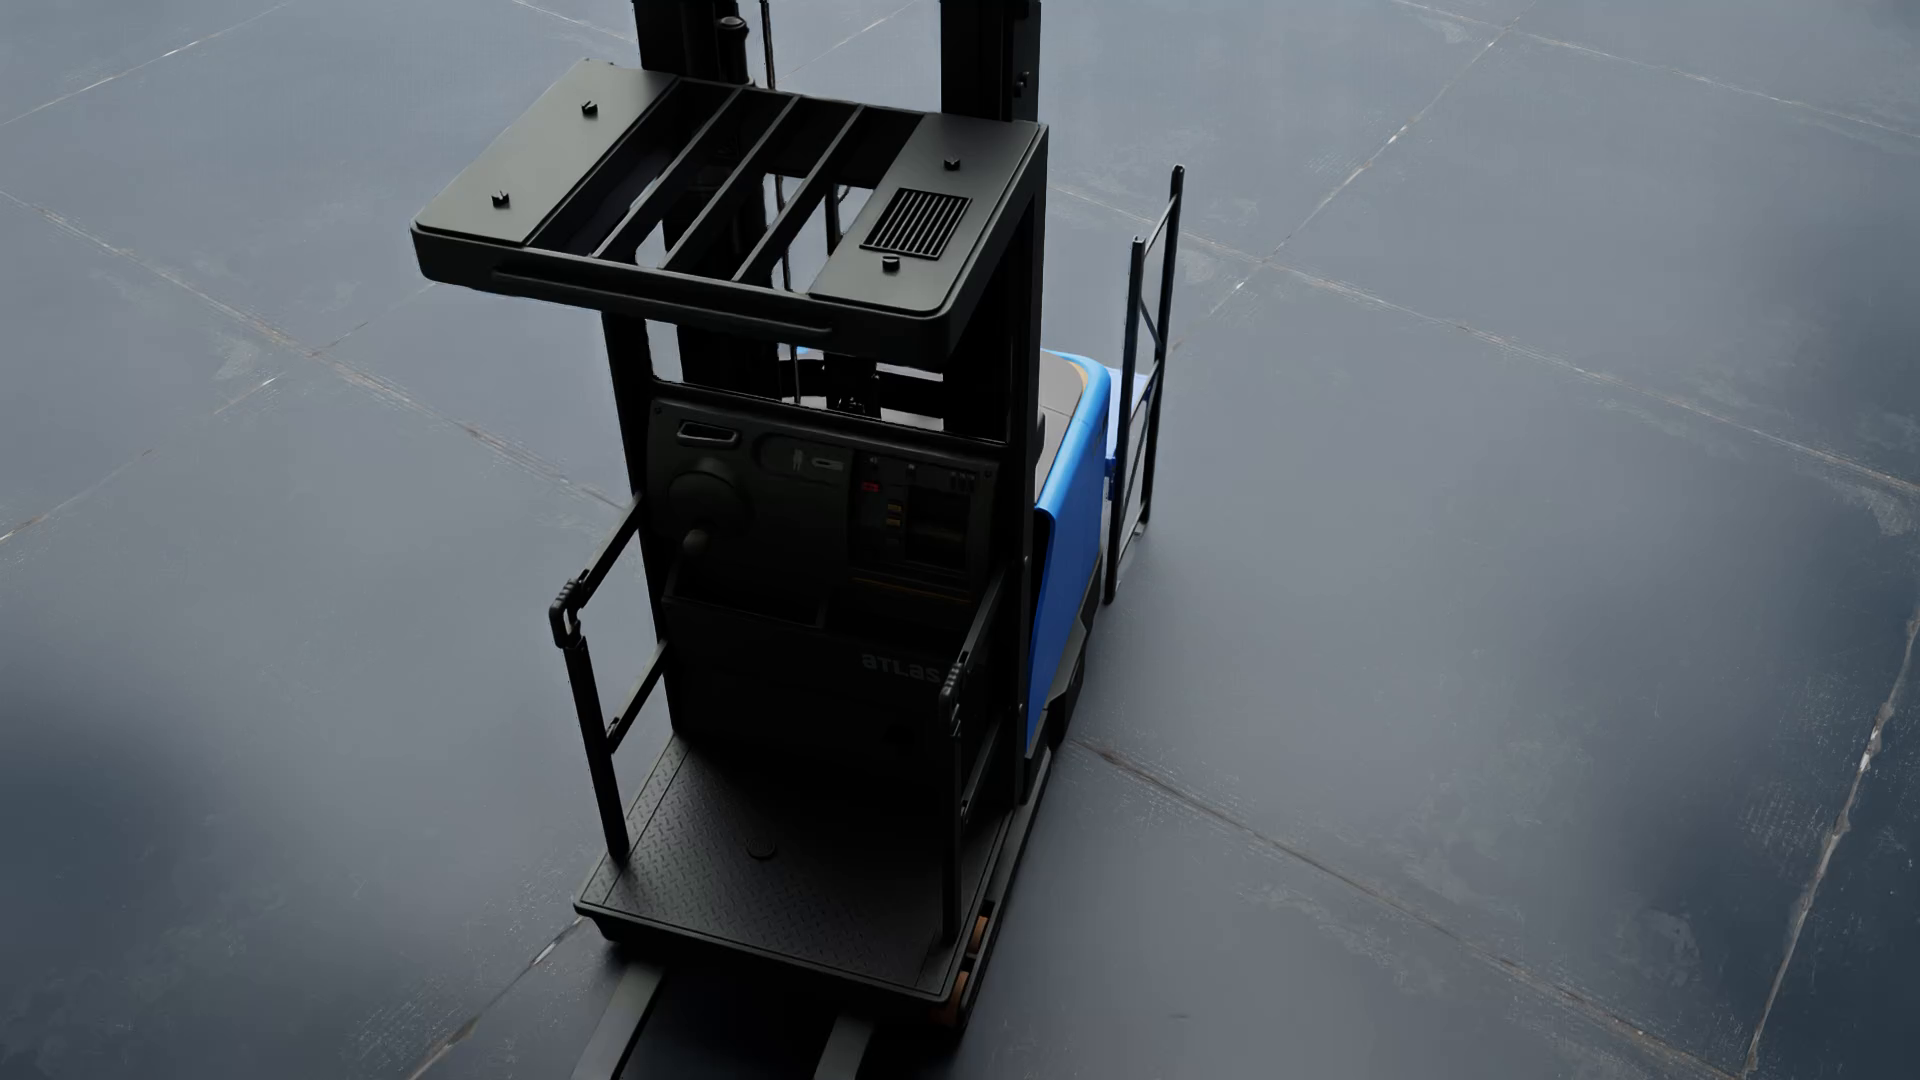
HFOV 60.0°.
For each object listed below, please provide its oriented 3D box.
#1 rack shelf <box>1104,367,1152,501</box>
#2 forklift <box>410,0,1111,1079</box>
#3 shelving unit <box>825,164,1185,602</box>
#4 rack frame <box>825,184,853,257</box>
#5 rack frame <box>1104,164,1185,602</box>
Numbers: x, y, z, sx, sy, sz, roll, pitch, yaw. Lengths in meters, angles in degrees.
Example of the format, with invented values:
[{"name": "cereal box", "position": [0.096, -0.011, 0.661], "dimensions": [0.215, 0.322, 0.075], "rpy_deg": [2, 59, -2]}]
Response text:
[{"name": "rack shelf", "position": [0.146, -0.479, 5.930], "dimensions": [1.000, 0.185, 0.538], "rpy_deg": [14, 44, 15]}, {"name": "forklift", "position": [-0.419, -0.018, 4.072], "dimensions": [1.130, 2.935, 3.031], "rpy_deg": [11, 43, 12]}, {"name": "shelving unit", "position": [0.146, -0.613, 5.810], "dimensions": [1.048, 1.500, 0.538], "rpy_deg": [14, 44, 15]}, {"name": "rack frame", "position": [-0.330, -0.733, 5.944], "dimensions": [0.032, 1.500, 0.500], "rpy_deg": [14, 44, 15]}, {"name": "rack frame", "position": [0.621, -0.493, 5.677], "dimensions": [0.032, 1.500, 0.500], "rpy_deg": [14, 44, 15]}]
